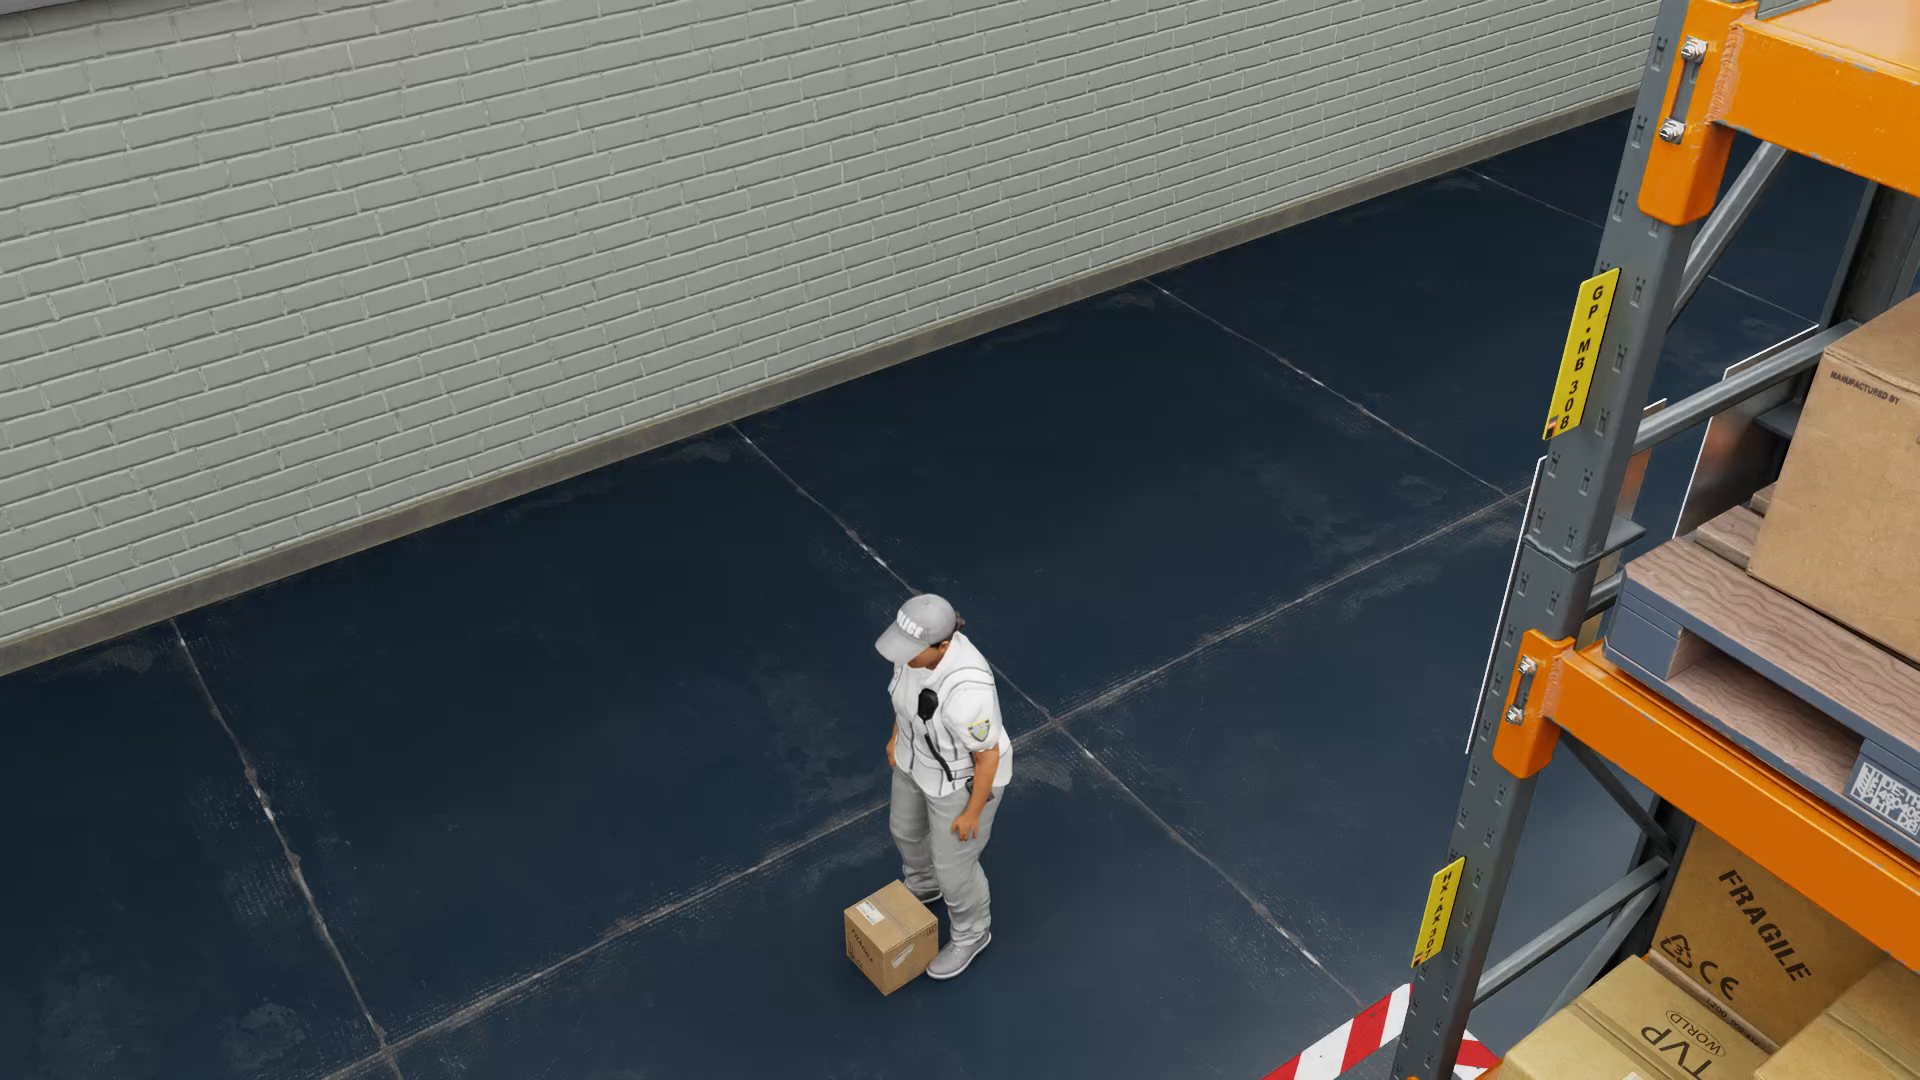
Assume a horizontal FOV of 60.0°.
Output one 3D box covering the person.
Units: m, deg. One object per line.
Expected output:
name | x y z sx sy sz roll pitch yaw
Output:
person | -0.081 0.830 5.875 0.466 1.667 0.539 -23 42 -27
